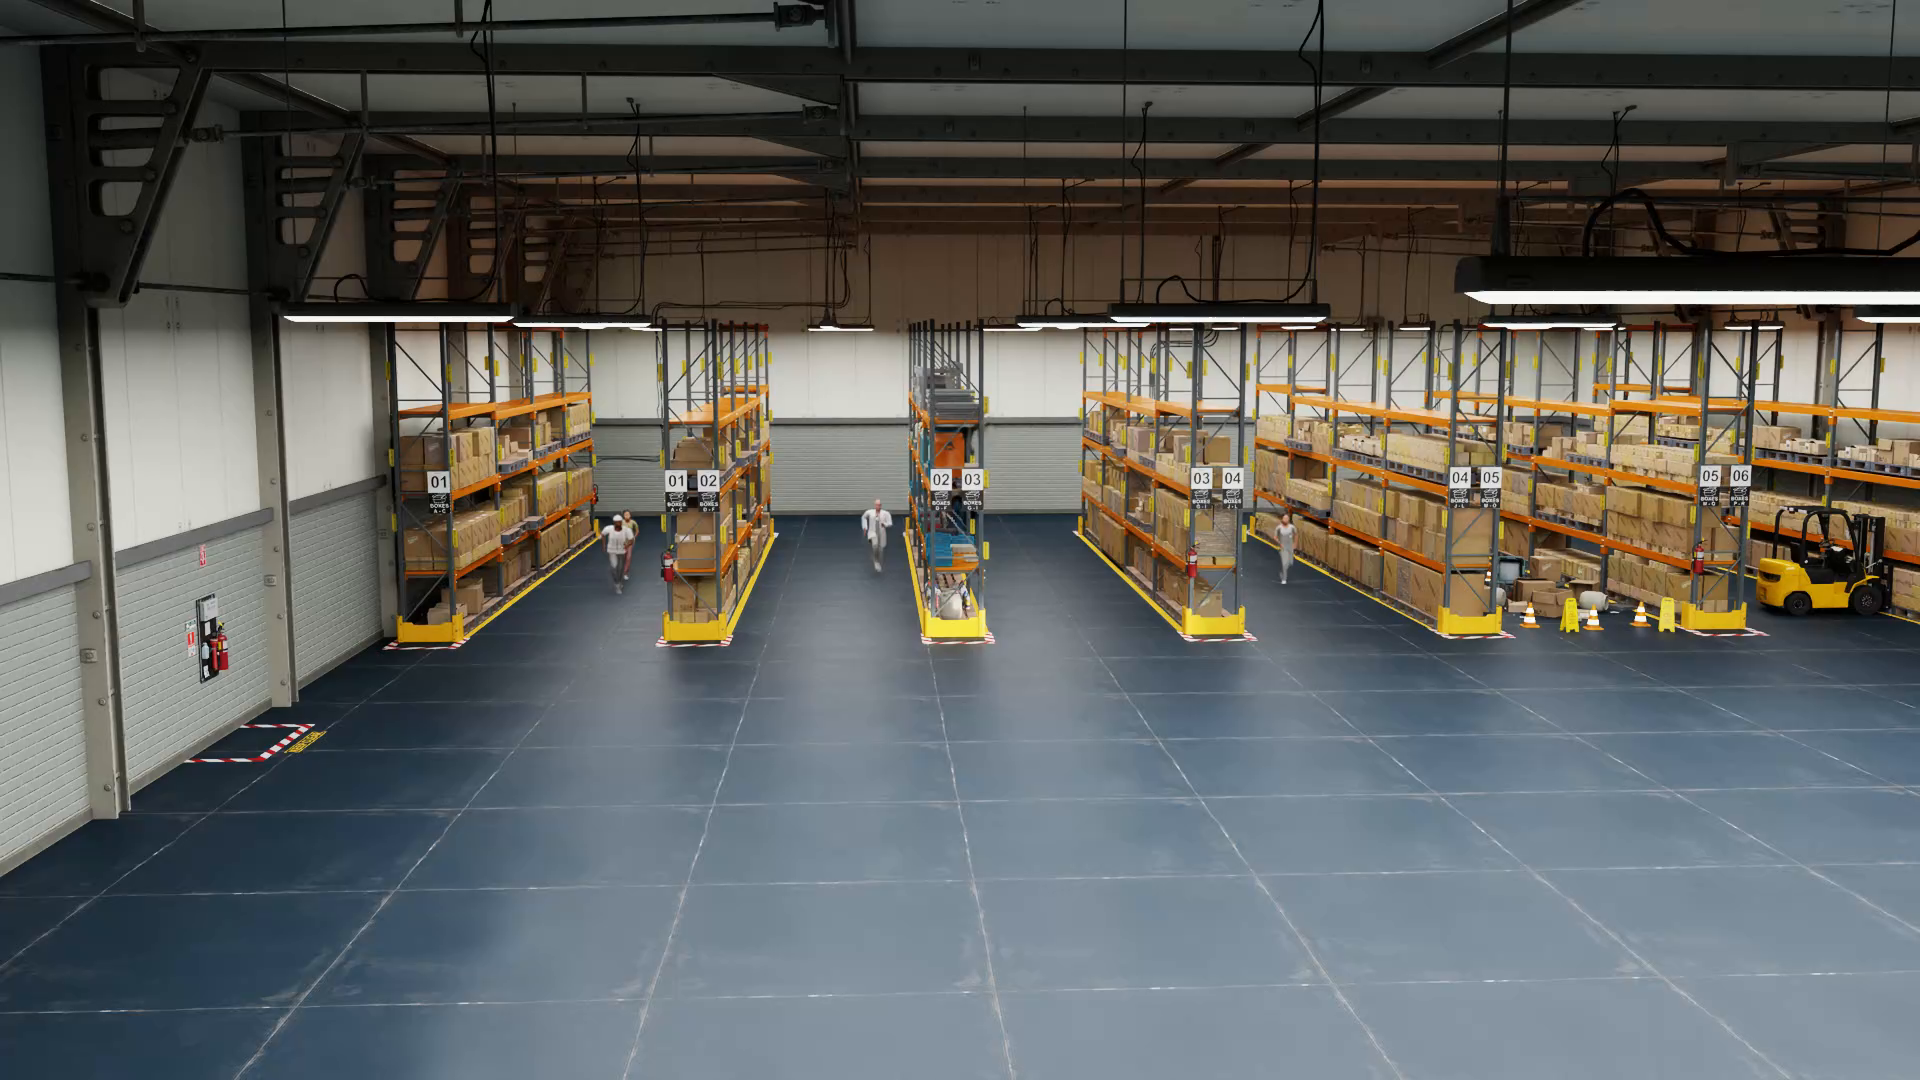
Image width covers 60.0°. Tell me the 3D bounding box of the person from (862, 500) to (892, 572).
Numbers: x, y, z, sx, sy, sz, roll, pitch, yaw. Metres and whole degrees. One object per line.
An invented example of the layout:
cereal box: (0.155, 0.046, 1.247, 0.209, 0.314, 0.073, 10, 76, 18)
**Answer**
person: (-1.959, -0.089, 39.545, 0.672, 1.763, 0.960, -1, 7, -11)

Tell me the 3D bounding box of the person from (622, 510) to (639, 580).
person: (-7.883, 0.092, 39.312, 0.594, 1.646, 0.804, -1, 7, -10)

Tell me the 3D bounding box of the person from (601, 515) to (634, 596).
person: (-7.604, 0.293, 36.979, 0.702, 1.771, 0.962, -2, 7, -15)

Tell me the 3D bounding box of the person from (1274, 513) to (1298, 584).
person: (7.500, 0.195, 38.294, 0.579, 1.633, 0.638, 0, 7, 1)
